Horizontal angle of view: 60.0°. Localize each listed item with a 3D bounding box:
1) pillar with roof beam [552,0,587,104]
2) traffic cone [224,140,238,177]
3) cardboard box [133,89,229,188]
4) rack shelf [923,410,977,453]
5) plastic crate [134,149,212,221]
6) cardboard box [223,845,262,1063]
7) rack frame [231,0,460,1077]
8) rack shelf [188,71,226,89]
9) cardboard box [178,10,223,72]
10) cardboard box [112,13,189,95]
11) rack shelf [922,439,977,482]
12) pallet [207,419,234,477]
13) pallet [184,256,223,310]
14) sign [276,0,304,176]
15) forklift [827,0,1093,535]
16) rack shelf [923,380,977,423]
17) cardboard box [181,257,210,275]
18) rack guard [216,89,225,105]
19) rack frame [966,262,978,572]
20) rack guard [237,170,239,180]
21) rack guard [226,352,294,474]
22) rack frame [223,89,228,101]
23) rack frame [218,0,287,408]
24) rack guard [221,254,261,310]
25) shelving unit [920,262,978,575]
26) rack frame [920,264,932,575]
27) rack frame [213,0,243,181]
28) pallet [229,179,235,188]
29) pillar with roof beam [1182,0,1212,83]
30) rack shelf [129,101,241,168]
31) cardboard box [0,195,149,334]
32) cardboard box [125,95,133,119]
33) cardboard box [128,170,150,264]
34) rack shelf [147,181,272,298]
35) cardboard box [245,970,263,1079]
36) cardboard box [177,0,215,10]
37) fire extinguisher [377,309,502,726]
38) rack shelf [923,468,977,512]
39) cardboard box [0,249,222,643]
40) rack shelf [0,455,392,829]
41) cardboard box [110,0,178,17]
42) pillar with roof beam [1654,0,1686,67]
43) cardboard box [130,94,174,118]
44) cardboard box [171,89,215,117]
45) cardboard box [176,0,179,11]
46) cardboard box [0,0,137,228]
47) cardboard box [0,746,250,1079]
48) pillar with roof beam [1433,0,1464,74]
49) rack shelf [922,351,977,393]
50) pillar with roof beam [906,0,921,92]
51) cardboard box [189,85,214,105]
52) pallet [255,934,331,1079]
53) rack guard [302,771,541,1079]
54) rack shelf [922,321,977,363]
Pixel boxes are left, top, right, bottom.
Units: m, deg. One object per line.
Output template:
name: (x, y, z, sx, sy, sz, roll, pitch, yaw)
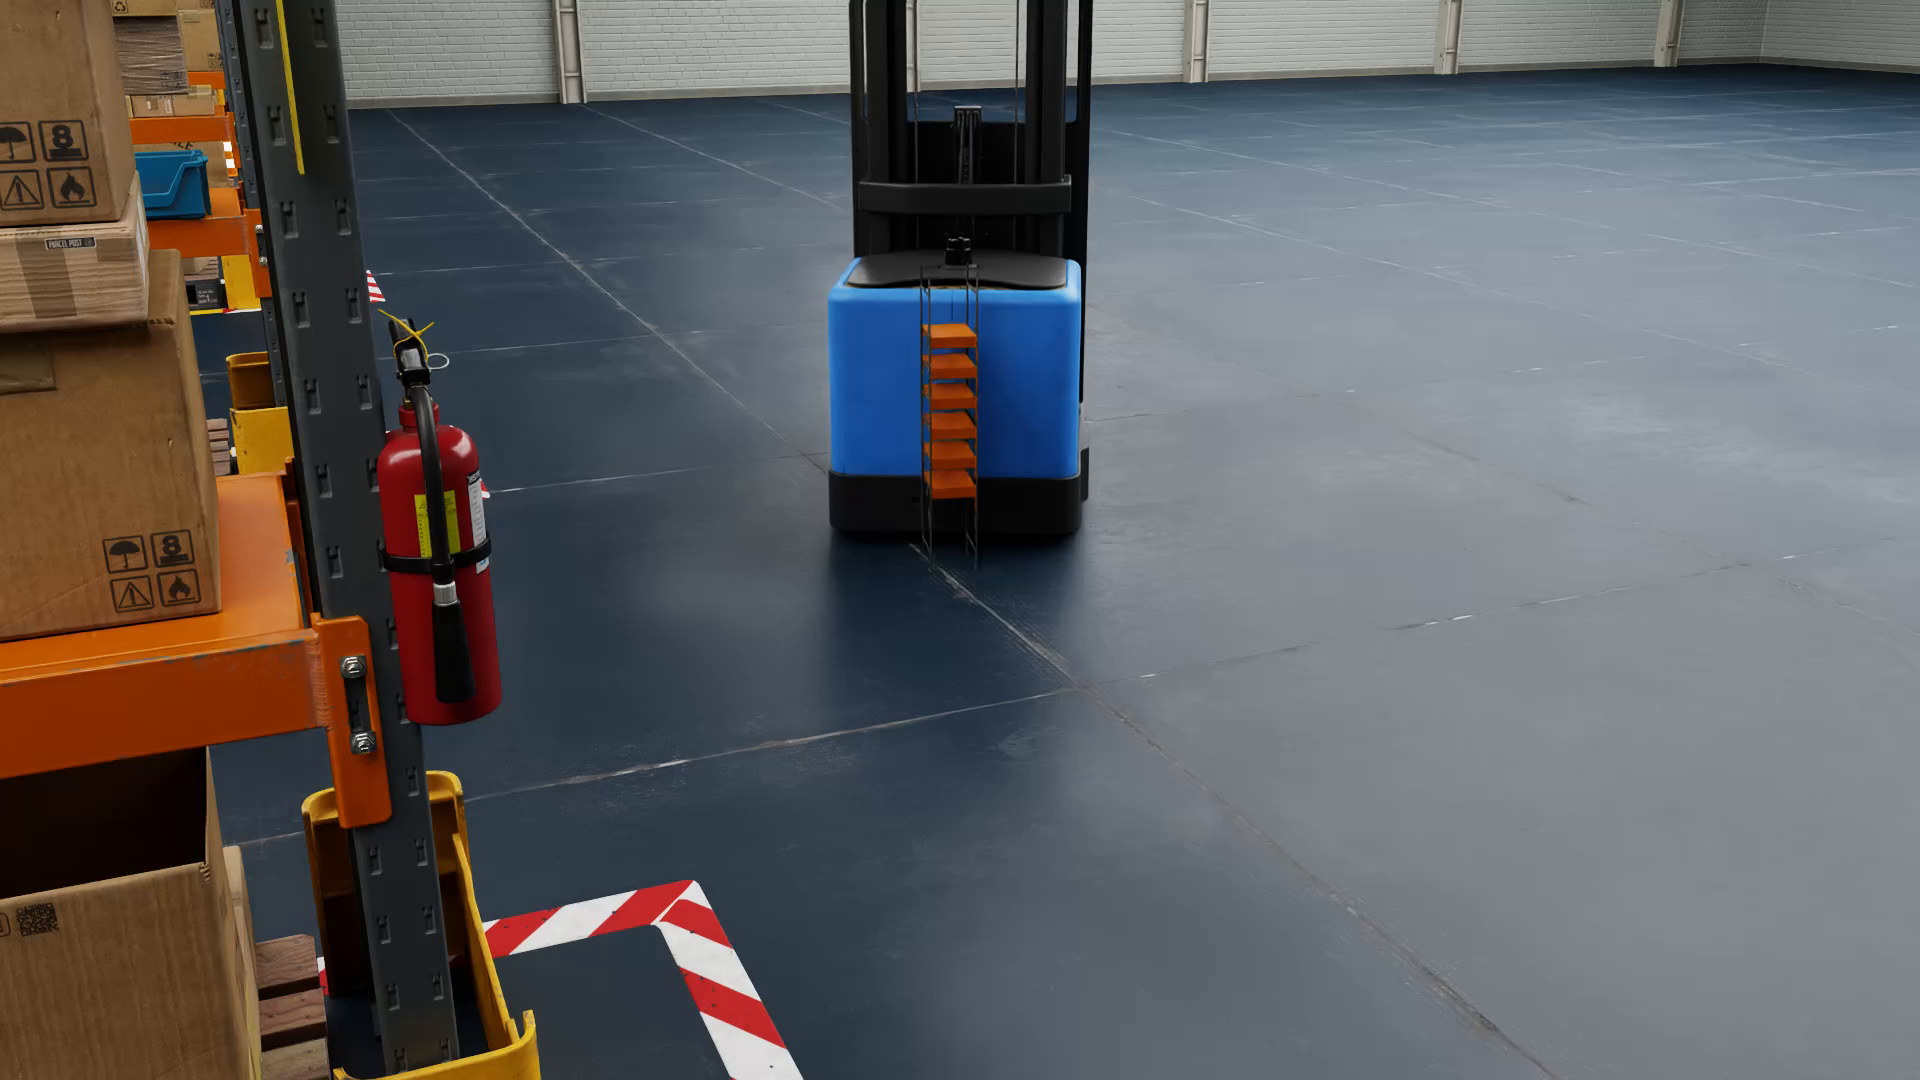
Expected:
pillar with roof beam: (-4.756, -10.243, 22.565, 0.400, 9.000, 9.100, -8, 21, -22)
traffic cone: (-8.136, -4.300, 18.539, 0.334, 0.463, 0.336, -8, 21, -22)
cardboard box: (-7.547, -3.831, 15.953, 0.875, 0.875, 0.875, -8, 21, -22)
rack shelf: (-0.044, -0.431, 6.572, 0.180, 0.103, 0.258, -3, 20, -9)
plastic crate: (-3.458, -1.481, 6.936, 0.616, 0.251, 0.499, -8, 21, -22)
cardboard box: (-1.739, 0.904, 3.445, 0.500, 0.250, 0.500, -8, 21, -22)
rack frame: (-1.158, -0.197, 3.066, 0.127, 3.000, 1.000, -8, 21, -22)
rack shelf: (-8.787, -4.142, 15.352, 4.000, 0.370, 1.077, -8, 21, -22)
cardboard box: (-7.273, -4.753, 15.777, 0.550, 0.550, 0.875, -8, 21, -22)
cardboard box: (-5.595, -3.342, 11.399, 0.500, 0.500, 0.875, -8, 21, -22)
rack shelf: (-0.044, -0.318, 6.612, 0.180, 0.103, 0.258, -3, 20, -9)
pallet: (-3.916, -0.263, 7.452, 1.213, 0.211, 1.003, -8, 21, -22)
pallet: (-5.909, -1.797, 11.809, 1.213, 0.211, 1.003, -8, 21, -22)
sign: (-0.956, -0.688, 2.359, 0.005, 0.325, 0.100, -8, 21, -22)
forklift: (0.065, -1.846, 7.852, 1.130, 2.935, 3.031, 1, 19, 3)
rack shelf: (-0.044, -0.544, 6.533, 0.180, 0.103, 0.258, -3, 20, -9)
cardboard box: (-5.659, -2.161, 11.773, 0.500, 0.500, 0.500, -4, 20, -12)
rack guard: (-10.952, -6.578, 24.951, 0.348, 0.500, 1.175, -8, 21, -22)
rack frame: (0.047, -0.478, 6.572, 0.006, 1.200, 0.240, -3, 20, -9)
rack guard: (-6.929, -3.569, 16.404, 0.348, 0.500, 1.175, -8, 21, -22)
rack guard: (-3.168, -0.505, 7.703, 0.348, 0.500, 1.175, -8, 21, -22)
rack frame: (-9.004, -6.241, 20.230, 0.127, 3.000, 1.000, -8, 21, -22)
rack frame: (-3.117, -1.708, 7.357, 0.127, 3.000, 1.000, -8, 21, -22)
rack guard: (-5.149, -2.030, 12.033, 0.348, 0.500, 1.175, -8, 21, -22)
shelving unit: (-0.044, -0.473, 6.558, 0.189, 1.200, 0.258, -3, 20, -9)
rack frame: (-0.134, -0.467, 6.543, 0.006, 1.200, 0.240, -3, 20, -9)
rack frame: (-5.079, -3.219, 11.647, 0.127, 3.000, 1.000, -8, 21, -22)
pallet: (-7.654, -3.300, 16.077, 1.213, 0.211, 1.003, -8, 21, -22)
pillar with roof beam: (6.263, -11.822, 27.048, 0.400, 9.000, 9.100, -8, 21, -22)
rack shelf: (-6.915, -2.616, 11.019, 4.000, 0.370, 1.077, -8, 21, -22)
cardboard box: (-1.434, -0.442, 2.633, 0.250, 0.149, 0.380, -9, 21, -23)
cardboard box: (-5.698, -2.918, 11.172, 0.250, 0.149, 0.380, -8, 21, -22)
cardboard box: (-1.604, -0.564, 2.981, 0.250, 0.149, 0.380, -8, 21, -22)
rack shelf: (-4.953, -1.106, 6.729, 4.000, 0.370, 1.077, -8, 21, -22)
cardboard box: (-1.534, 1.062, 2.996, 0.500, 0.250, 0.500, -8, 21, -22)
cardboard box: (-7.307, -5.288, 15.671, 0.550, 0.550, 0.875, -8, 21, -22)
fire extinguisher: (-0.866, -0.035, 2.720, 0.183, 0.674, 0.296, -8, 21, -22)
rack shelf: (-0.044, -0.204, 6.652, 0.180, 0.103, 0.258, -3, 20, -9)
cardboard box: (-1.592, -0.187, 2.886, 0.500, 0.500, 0.700, -8, 21, -22)
rack shelf: (-2.995, 0.405, 2.438, 4.000, 0.370, 1.077, -8, 21, -22)
cardboard box: (-5.486, -3.730, 10.995, 0.500, 0.500, 0.500, -8, 21, -22)
pillar with roof beam: (17.281, -13.401, 31.531, 0.400, 9.000, 9.100, -8, 21, -22)
cardboard box: (-5.489, -2.967, 11.310, 0.250, 0.149, 0.380, -8, 21, -22)
cardboard box: (-5.259, -3.000, 11.403, 0.250, 0.149, 0.380, -8, 21, -22)
cardboard box: (-5.692, -3.888, 11.445, 0.500, 0.500, 0.500, -8, 21, -22)
cardboard box: (-1.641, -0.792, 2.650, 0.500, 0.500, 0.700, -8, 21, -22)
cardboard box: (-1.533, 0.709, 2.870, 0.500, 0.500, 0.500, -8, 21, -22)
pillar with roof beam: (11.772, -12.611, 29.290, 0.400, 9.000, 9.100, -8, 21, -22)
rack shelf: (-0.044, -0.657, 6.493, 0.180, 0.103, 0.258, -3, 20, -9)
pillar with roof beam: (0.754, -11.033, 24.806, 0.400, 9.000, 9.100, -8, 21, -22)
cardboard box: (-5.435, -3.135, 11.788, 0.250, 0.149, 0.380, -8, 21, -22)
pallet: (-1.844, 1.231, 3.207, 1.213, 0.211, 1.003, -8, 21, -22)
rack guard: (-1.136, 0.979, 3.490, 0.348, 0.500, 1.175, -8, 21, -22)
rack shelf: (-0.044, -0.770, 6.453, 0.180, 0.103, 0.258, -3, 20, -9)
